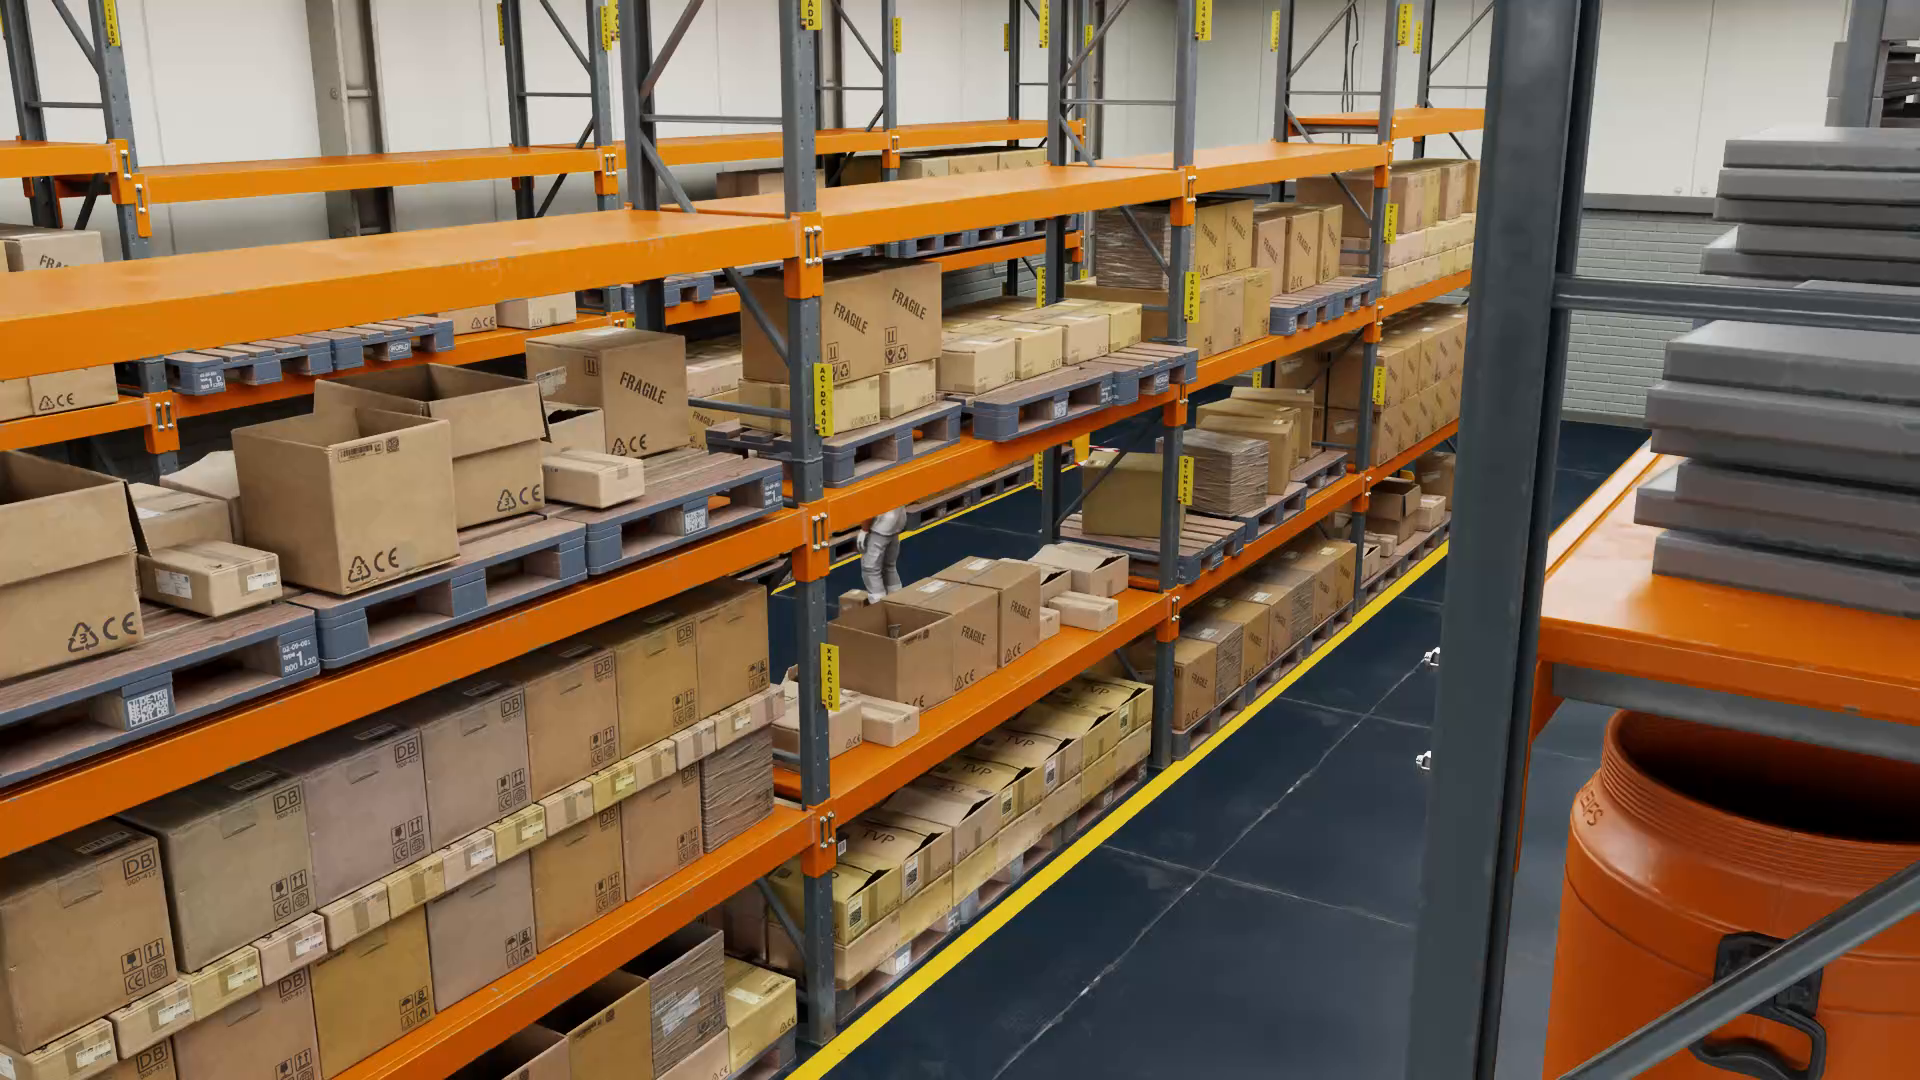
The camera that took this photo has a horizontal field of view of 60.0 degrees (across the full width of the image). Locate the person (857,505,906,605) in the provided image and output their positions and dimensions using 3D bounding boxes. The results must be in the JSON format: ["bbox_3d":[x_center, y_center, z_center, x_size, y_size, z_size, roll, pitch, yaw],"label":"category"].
[{"bbox_3d":[-0.705,-0.099,14.353,0.454,1.777,0.606,9,18,28],"label":"person"}]
